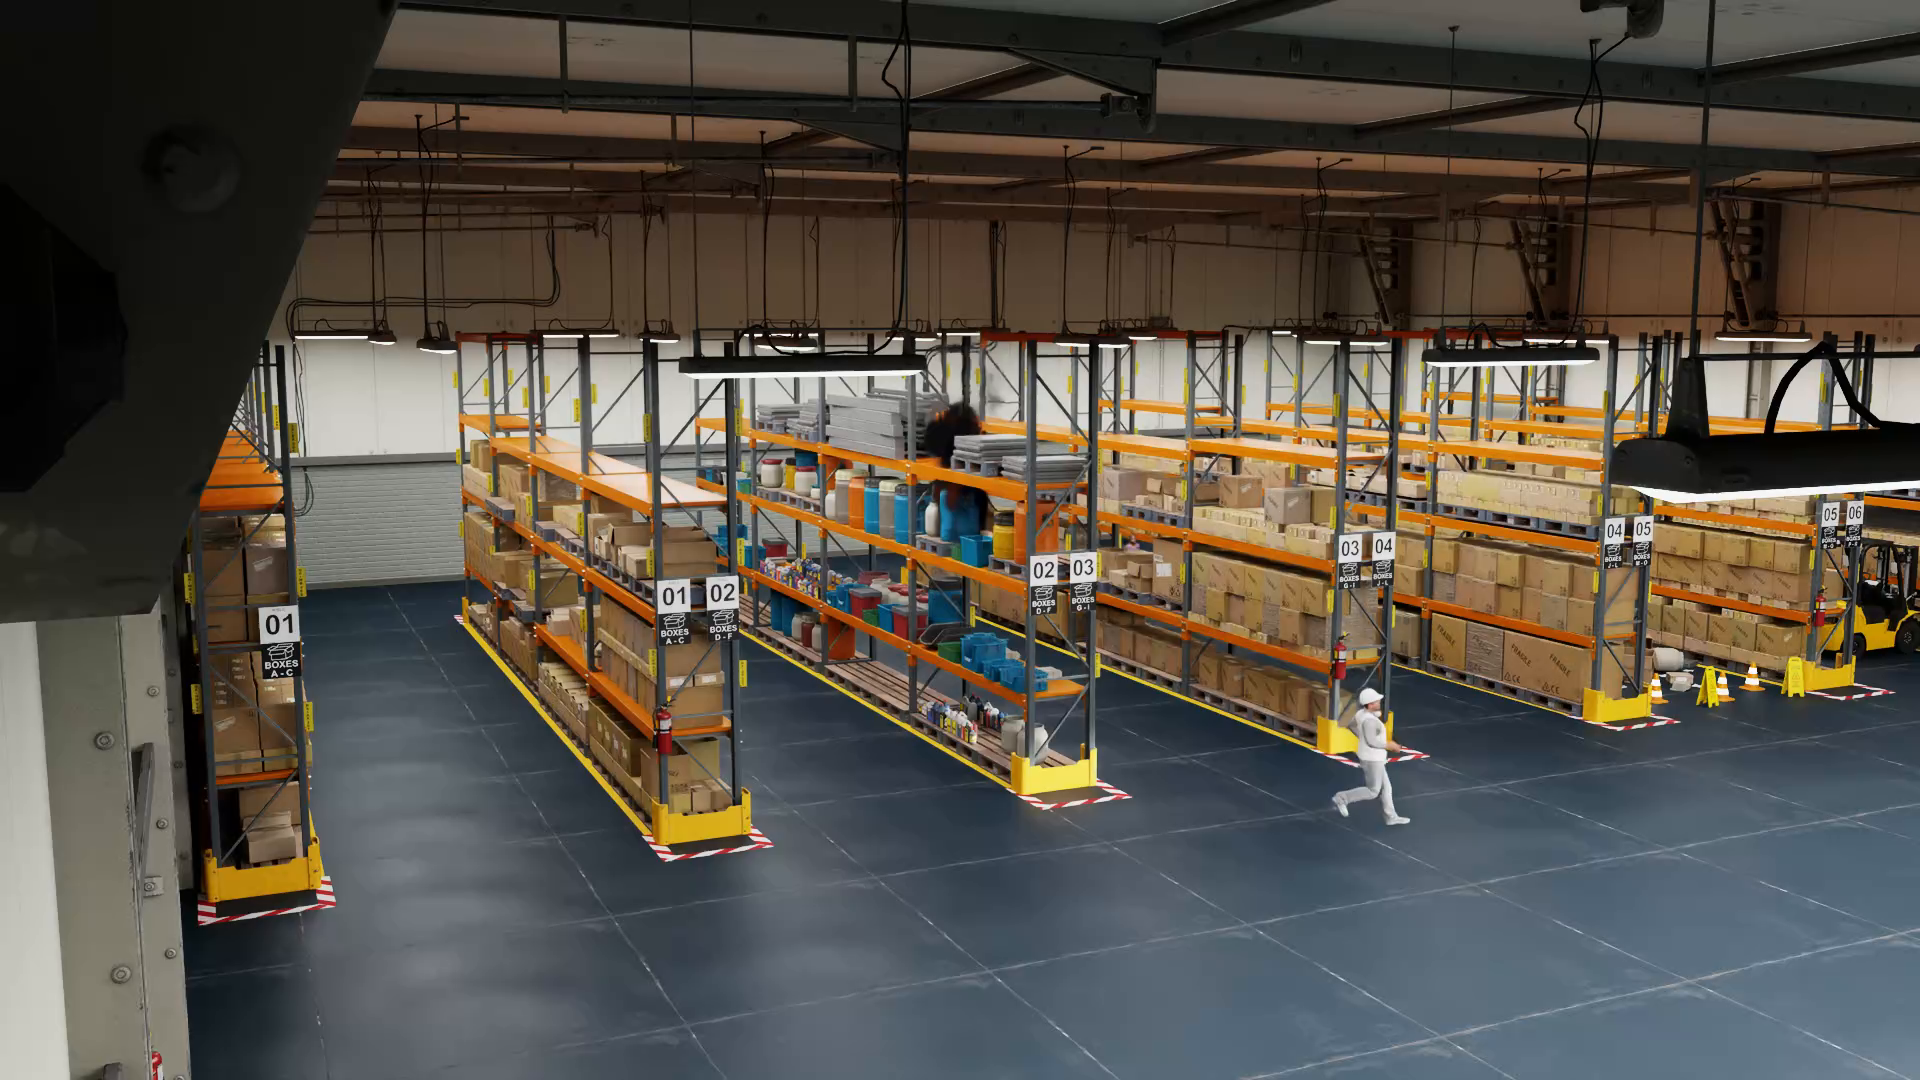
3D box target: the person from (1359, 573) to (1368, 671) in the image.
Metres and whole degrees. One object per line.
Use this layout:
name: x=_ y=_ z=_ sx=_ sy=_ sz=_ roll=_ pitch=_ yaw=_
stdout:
person: x=7.171 y=1.460 z=29.983 sx=0.546 sy=1.758 sz=0.770 roll=-5 pitch=9 yaw=-33

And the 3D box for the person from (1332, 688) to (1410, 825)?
person: x=5.120 y=2.696 z=20.633 sx=0.984 sy=1.743 sz=0.677 roll=1 pitch=8 yaw=5

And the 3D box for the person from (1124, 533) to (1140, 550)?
person: x=3.773 y=0.635 z=36.630 sx=0.544 sy=1.588 sz=0.704 roll=-3 pitch=8 yaw=-22
